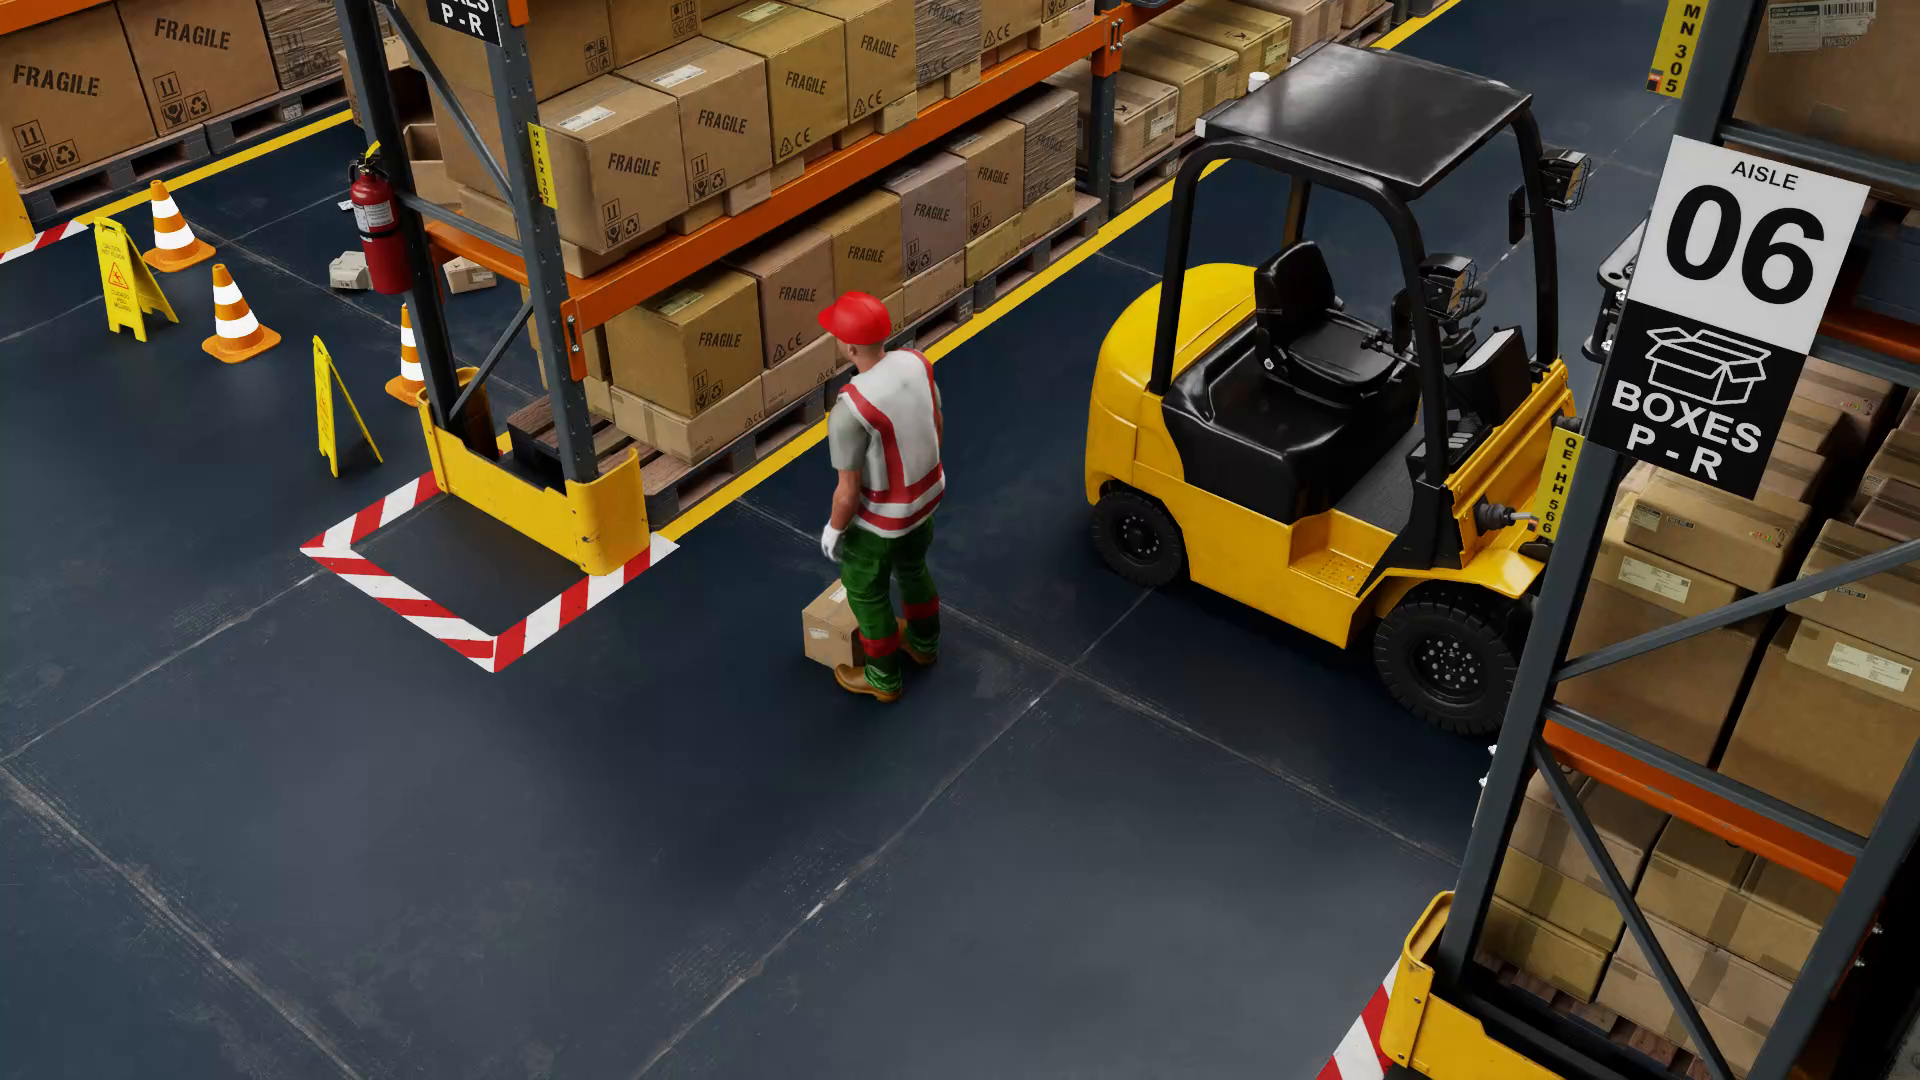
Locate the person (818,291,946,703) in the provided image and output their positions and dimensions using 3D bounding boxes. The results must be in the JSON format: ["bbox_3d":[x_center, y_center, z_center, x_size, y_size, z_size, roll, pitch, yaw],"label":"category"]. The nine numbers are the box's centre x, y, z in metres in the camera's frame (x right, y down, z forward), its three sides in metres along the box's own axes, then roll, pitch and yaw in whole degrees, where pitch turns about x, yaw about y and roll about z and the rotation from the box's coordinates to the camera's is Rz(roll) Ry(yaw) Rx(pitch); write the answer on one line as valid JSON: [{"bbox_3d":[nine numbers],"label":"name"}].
[{"bbox_3d":[-0.295,-0.146,6.324,0.449,1.780,0.607,26,45,29],"label":"person"}]
